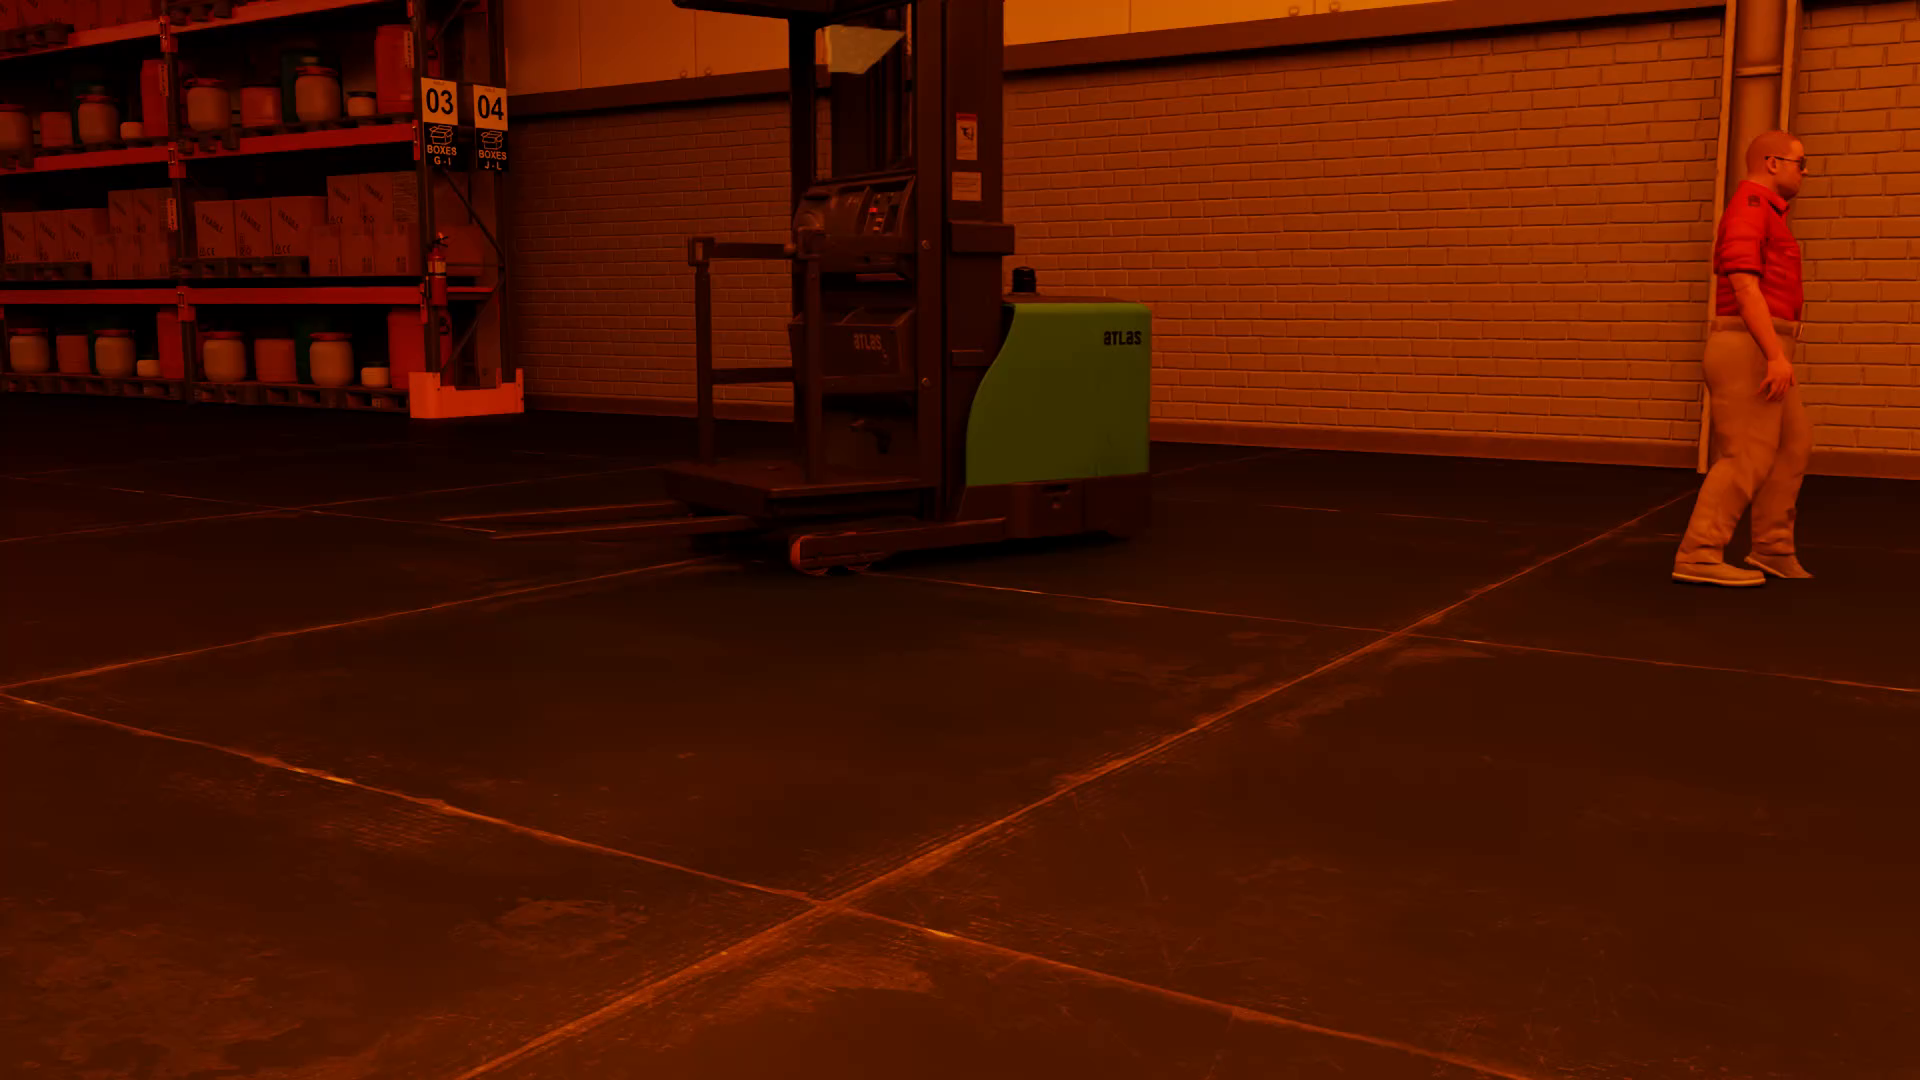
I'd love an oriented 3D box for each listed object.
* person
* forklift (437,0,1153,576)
[{"bbox_3d":[3.064,-0.650,6.331,0.562,1.775,0.641,3,9,23],"label":"person"},{"bbox_3d":[-0.632,-1.392,6.979,3.031,2.935,1.130,-5,10,-33],"label":"forklift"}]
